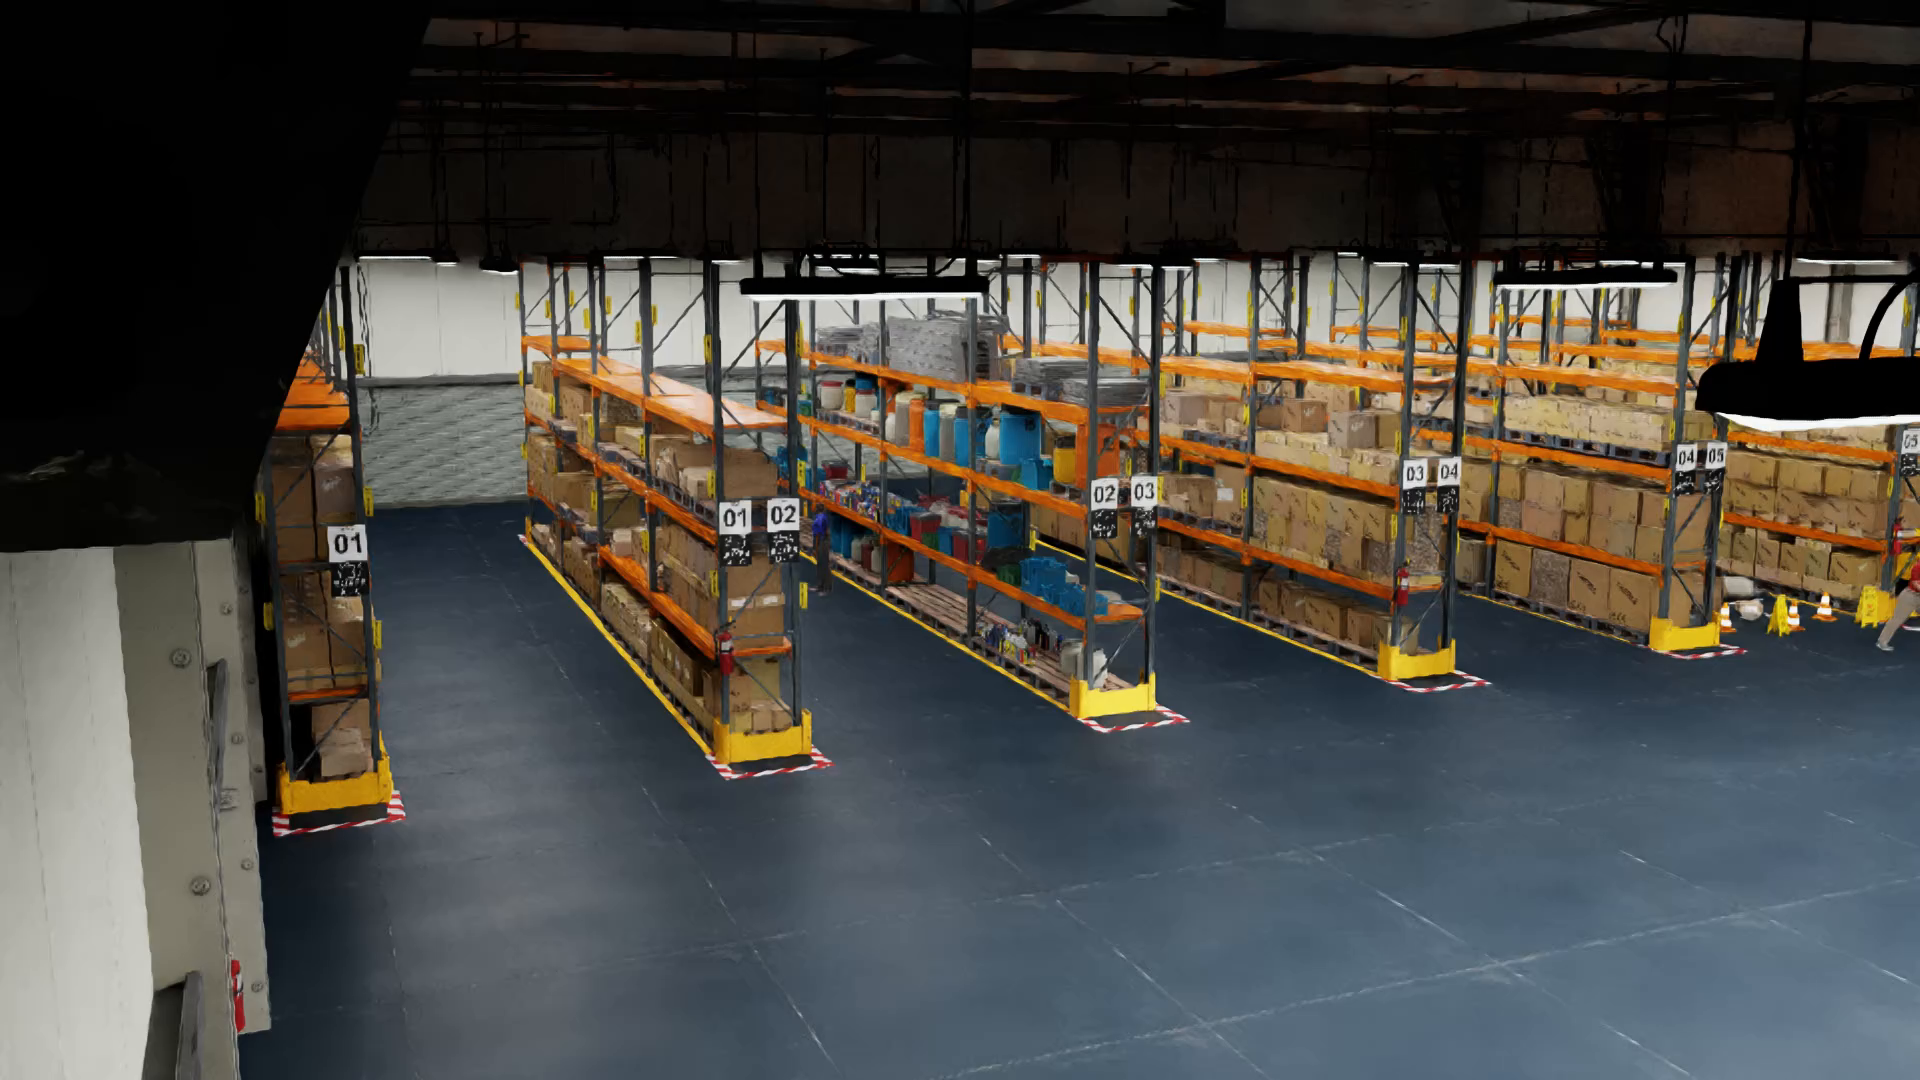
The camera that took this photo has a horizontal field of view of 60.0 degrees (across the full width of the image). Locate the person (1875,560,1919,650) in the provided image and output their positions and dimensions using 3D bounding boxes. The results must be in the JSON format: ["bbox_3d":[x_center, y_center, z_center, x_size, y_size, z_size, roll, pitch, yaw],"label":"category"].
[{"bbox_3d":[14.652,0.892,25.515,0.701,1.660,0.857,-8,13,-38],"label":"person"}]

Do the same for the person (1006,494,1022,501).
[{"bbox_3d":[1.130,-0.465,33.336,0.566,1.541,0.514,-5,11,-24],"label":"person"}]

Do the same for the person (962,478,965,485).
[{"bbox_3d":[0.281,-2.246,42.789,0.491,1.623,0.933,0,10,1],"label":"person"}]

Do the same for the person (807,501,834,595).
[{"bbox_3d":[-2.496,0.115,29.764,0.528,1.656,0.521,1,10,7],"label":"person"}]
